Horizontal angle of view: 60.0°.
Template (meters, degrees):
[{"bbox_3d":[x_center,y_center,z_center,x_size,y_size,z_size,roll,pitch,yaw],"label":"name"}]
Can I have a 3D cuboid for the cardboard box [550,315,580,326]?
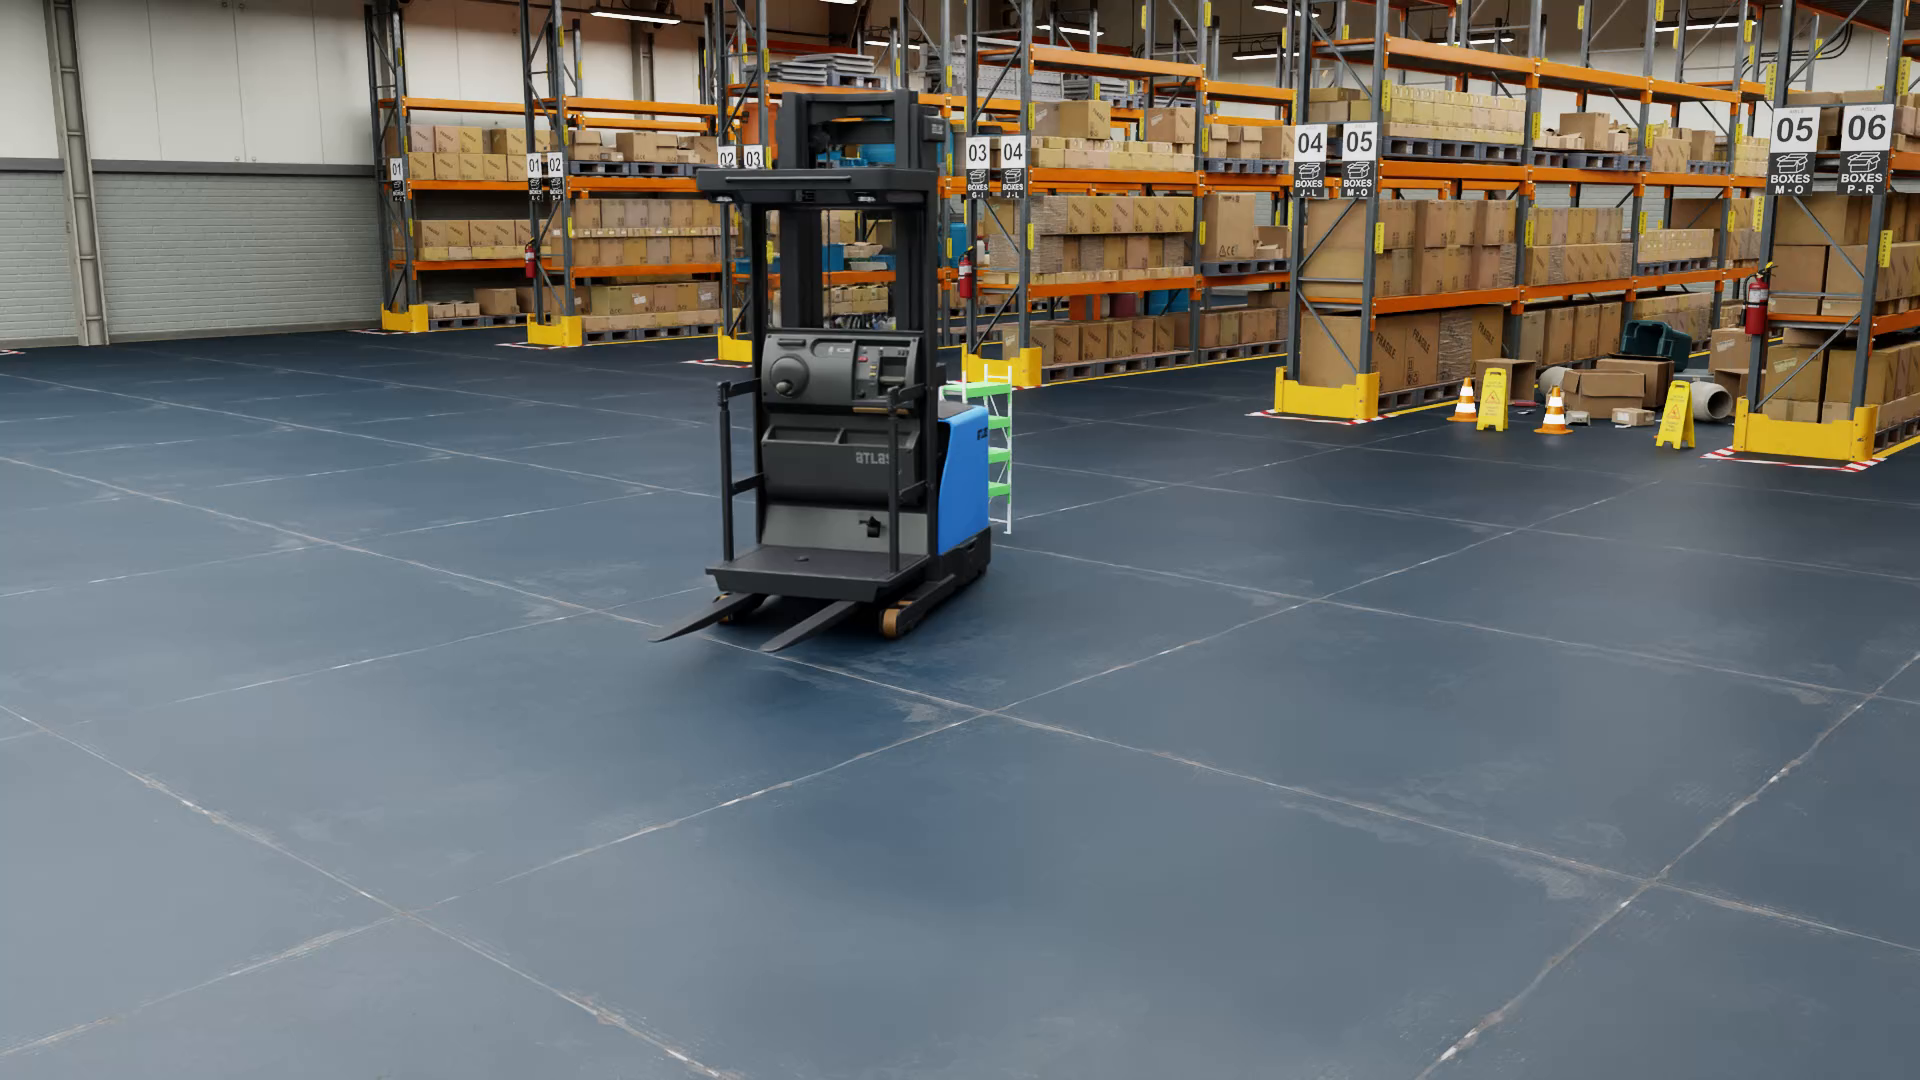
[{"bbox_3d":[-6.808,-3.814,29.098,0.500,0.250,0.500,10,15,40],"label":"cardboard box"}]

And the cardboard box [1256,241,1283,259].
[{"bbox_3d":[4.882,-4.595,26.330,0.396,0.266,0.258,9,15,39],"label":"cardboard box"}]

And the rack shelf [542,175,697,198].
[{"bbox_3d":[-5.620,-6.252,29.534,1.077,0.370,4.000,10,15,40],"label":"rack shelf"}]

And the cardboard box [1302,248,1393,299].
[{"bbox_3d":[4.369,-3.036,18.871,0.875,0.550,0.550,10,15,40],"label":"cardboard box"}]

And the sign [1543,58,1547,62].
[{"bbox_3d":[11.459,-9.279,32.606,0.100,0.325,0.005,10,15,40],"label":"sign"}]

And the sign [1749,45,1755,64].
[{"bbox_3d":[14.312,-8.765,30.034,0.100,0.325,0.005,10,15,40],"label":"sign"}]

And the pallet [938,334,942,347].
[{"bbox_3d":[-1.056,-3.326,27.826,1.003,0.211,1.213,10,15,40],"label":"pallet"}]

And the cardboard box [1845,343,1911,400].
[{"bbox_3d":[9.040,-1.666,16.429,0.500,0.500,0.500,9,14,38],"label":"cardboard box"}]

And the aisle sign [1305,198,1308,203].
[{"bbox_3d":[7.607,-7.800,36.469,0.394,0.787,0.004,10,15,40],"label":"aisle sign"}]

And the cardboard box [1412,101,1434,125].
[{"bbox_3d":[5.003,-4.813,18.788,0.500,0.250,0.500,10,15,40],"label":"cardboard box"}]

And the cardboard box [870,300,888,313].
[{"bbox_3d":[-1.824,-4.765,33.859,0.500,0.250,0.500,10,15,42],"label":"cardboard box"}]

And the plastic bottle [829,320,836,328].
[{"bbox_3d":[-2.072,-3.429,27.033,0.061,0.283,0.133,10,15,40],"label":"plastic bottle"}]

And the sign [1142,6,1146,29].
[{"bbox_3d":[2.718,-7.695,24.475,0.100,0.325,0.005,10,15,40],"label":"sign"}]

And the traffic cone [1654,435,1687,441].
[{"bbox_3d":[7.257,-1.263,16.854,0.336,0.463,0.334,10,15,40],"label":"traffic cone"}]

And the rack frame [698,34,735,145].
[{"bbox_3d":[-5.383,-9.598,36.793,1.000,3.000,0.127,10,15,40],"label":"rack frame"}]

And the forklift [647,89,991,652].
[{"bbox_3d":[-0.744,-0.991,9.189,1.130,2.935,3.031,4,12,18],"label":"forklift"}]

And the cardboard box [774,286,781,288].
[{"bbox_3d":[-4.216,-6.028,38.648,0.750,0.750,0.750,10,15,40],"label":"cardboard box"}]

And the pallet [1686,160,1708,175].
[{"bbox_3d":[10.909,-5.816,25.995,1.213,0.211,1.003,10,15,40],"label":"pallet"}]

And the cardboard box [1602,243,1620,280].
[{"bbox_3d":[9.013,-3.954,23.594,0.500,0.500,0.500,10,15,40],"label":"cardboard box"}]

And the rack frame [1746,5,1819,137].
[{"bbox_3d":[14.719,-8.198,29.781,1.000,3.000,0.127,10,15,40],"label":"rack frame"}]

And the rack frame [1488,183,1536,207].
[{"bbox_3d":[11.060,-5.912,33.654,1.000,3.000,0.127,10,15,40],"label":"rack frame"}]

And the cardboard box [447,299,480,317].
[{"bbox_3d":[-9.763,-4.551,32.579,0.500,0.311,0.500,-11,15,-43],"label":"cardboard box"}]

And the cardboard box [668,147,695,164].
[{"bbox_3d":[-5.187,-7.011,30.292,0.500,0.311,0.500,9,14,37],"label":"cardboard box"}]

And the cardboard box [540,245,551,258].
[{"bbox_3d":[-8.443,-5.823,33.540,0.500,0.250,0.500,10,15,41],"label":"cardboard box"}]

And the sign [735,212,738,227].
[{"bbox_3d":[-4.969,-7.117,36.930,0.100,0.325,0.005,10,15,40],"label":"sign"}]

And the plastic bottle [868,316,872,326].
[{"bbox_3d":[-1.551,-3.611,27.772,0.144,0.351,0.185,9,14,38],"label":"plastic bottle"}]

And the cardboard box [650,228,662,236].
[{"bbox_3d":[-5.504,-5.463,29.492,0.380,0.149,0.250,10,15,41],"label":"cardboard box"}]

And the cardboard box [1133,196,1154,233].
[{"bbox_3d":[2.389,-4.583,23.431,0.500,0.500,0.500,10,15,40],"label":"cardboard box"}]

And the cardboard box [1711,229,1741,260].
[{"bbox_3d":[12.595,-4.903,27.585,0.500,0.500,0.500,9,15,39],"label":"cardboard box"}]

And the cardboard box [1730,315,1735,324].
[{"bbox_3d":[12.972,-3.762,28.336,0.380,0.149,0.250,9,14,37],"label":"cardboard box"}]

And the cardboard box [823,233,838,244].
[{"bbox_3d":[-2.755,-5.817,32.920,0.500,0.500,0.500,9,14,37],"label":"cardboard box"}]

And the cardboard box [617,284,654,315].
[{"bbox_3d":[-5.770,-4.264,29.436,0.500,0.500,0.500,10,15,40],"label":"cardboard box"}]

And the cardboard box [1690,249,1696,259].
[{"bbox_3d":[11.463,-4.555,26.427,0.380,0.149,0.250,9,14,37],"label":"cardboard box"}]

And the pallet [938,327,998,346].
[{"bbox_3d":[-0.092,-3.540,28.898,1.003,0.211,1.213,10,15,40],"label":"pallet"}]

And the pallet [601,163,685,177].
[{"bbox_3d":[-5.649,-6.548,29.405,1.003,0.211,1.213,10,15,40],"label":"pallet"}]

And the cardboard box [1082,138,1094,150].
[{"bbox_3d":[1.569,-5.307,22.328,0.380,0.149,0.250,10,15,40],"label":"cardboard box"}]

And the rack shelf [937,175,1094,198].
[{"bbox_3d":[0.739,-6.200,29.271,1.077,0.370,4.000,10,15,40],"label":"rack shelf"}]

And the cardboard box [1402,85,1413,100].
[{"bbox_3d":[4.783,-4.941,18.409,0.380,0.149,0.250,10,15,41],"label":"cardboard box"}]

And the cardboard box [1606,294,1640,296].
[{"bbox_3d":[10.366,-3.710,26.023,0.500,0.250,0.500,10,15,42],"label":"cardboard box"}]

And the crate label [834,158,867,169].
[{"bbox_3d":[-1.738,-5.829,25.960,0.502,0.251,0.408,10,15,40],"label":"crate label"}]

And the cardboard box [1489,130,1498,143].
[{"bbox_3d":[6.293,-4.886,20.169,0.380,0.149,0.250,10,15,41],"label":"cardboard box"}]

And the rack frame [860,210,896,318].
[{"bbox_3d":[-1.659,-6.017,34.177,1.000,3.000,0.127,10,15,40],"label":"rack frame"}]

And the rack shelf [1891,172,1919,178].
[{"bbox_3d":[11.903,-4.278,19.650,1.077,0.370,4.000,10,15,40],"label":"rack shelf"}]

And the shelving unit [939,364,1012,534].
[{"bbox_3d":[0.109,-0.613,11.716,0.258,1.200,0.503,10,15,40],"label":"shelving unit"}]

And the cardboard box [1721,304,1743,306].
[{"bbox_3d":[13.320,-3.987,28.700,0.380,0.149,0.250,9,14,38],"label":"cardboard box"}]

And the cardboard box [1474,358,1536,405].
[{"bbox_3d":[6.544,-1.905,19.966,0.500,0.500,0.500,-9,14,-38],"label":"cardboard box"}]

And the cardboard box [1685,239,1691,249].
[{"bbox_3d":[11.276,-4.658,26.185,0.380,0.149,0.250,9,14,37],"label":"cardboard box"}]

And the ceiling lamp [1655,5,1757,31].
[{"bbox_3d":[14.737,-11.784,32.831,2.000,3.185,0.800,10,15,40],"label":"ceiling lamp"}]

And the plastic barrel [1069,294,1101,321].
[{"bbox_3d":[2.369,-4.592,31.510,0.600,0.830,0.708,10,15,40],"label":"plastic barrel"}]

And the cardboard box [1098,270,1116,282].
[{"bbox_3d":[1.929,-3.654,22.991,0.380,0.149,0.250,10,15,40],"label":"cardboard box"}]

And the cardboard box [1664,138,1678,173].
[{"bbox_3d":[10.340,-5.723,24.794,0.500,0.500,0.500,10,15,40],"label":"cardboard box"}]

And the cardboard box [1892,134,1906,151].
[{"bbox_3d":[8.405,-3.632,15.218,0.380,0.149,0.250,10,15,40],"label":"cardboard box"}]

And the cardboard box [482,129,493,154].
[{"bbox_3d":[-9.544,-7.821,32.694,0.500,0.500,0.500,10,15,40],"label":"cardboard box"}]

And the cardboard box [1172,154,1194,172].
[{"bbox_3d":[3.034,-5.443,24.031,0.500,0.250,0.500,11,15,42],"label":"cardboard box"}]
